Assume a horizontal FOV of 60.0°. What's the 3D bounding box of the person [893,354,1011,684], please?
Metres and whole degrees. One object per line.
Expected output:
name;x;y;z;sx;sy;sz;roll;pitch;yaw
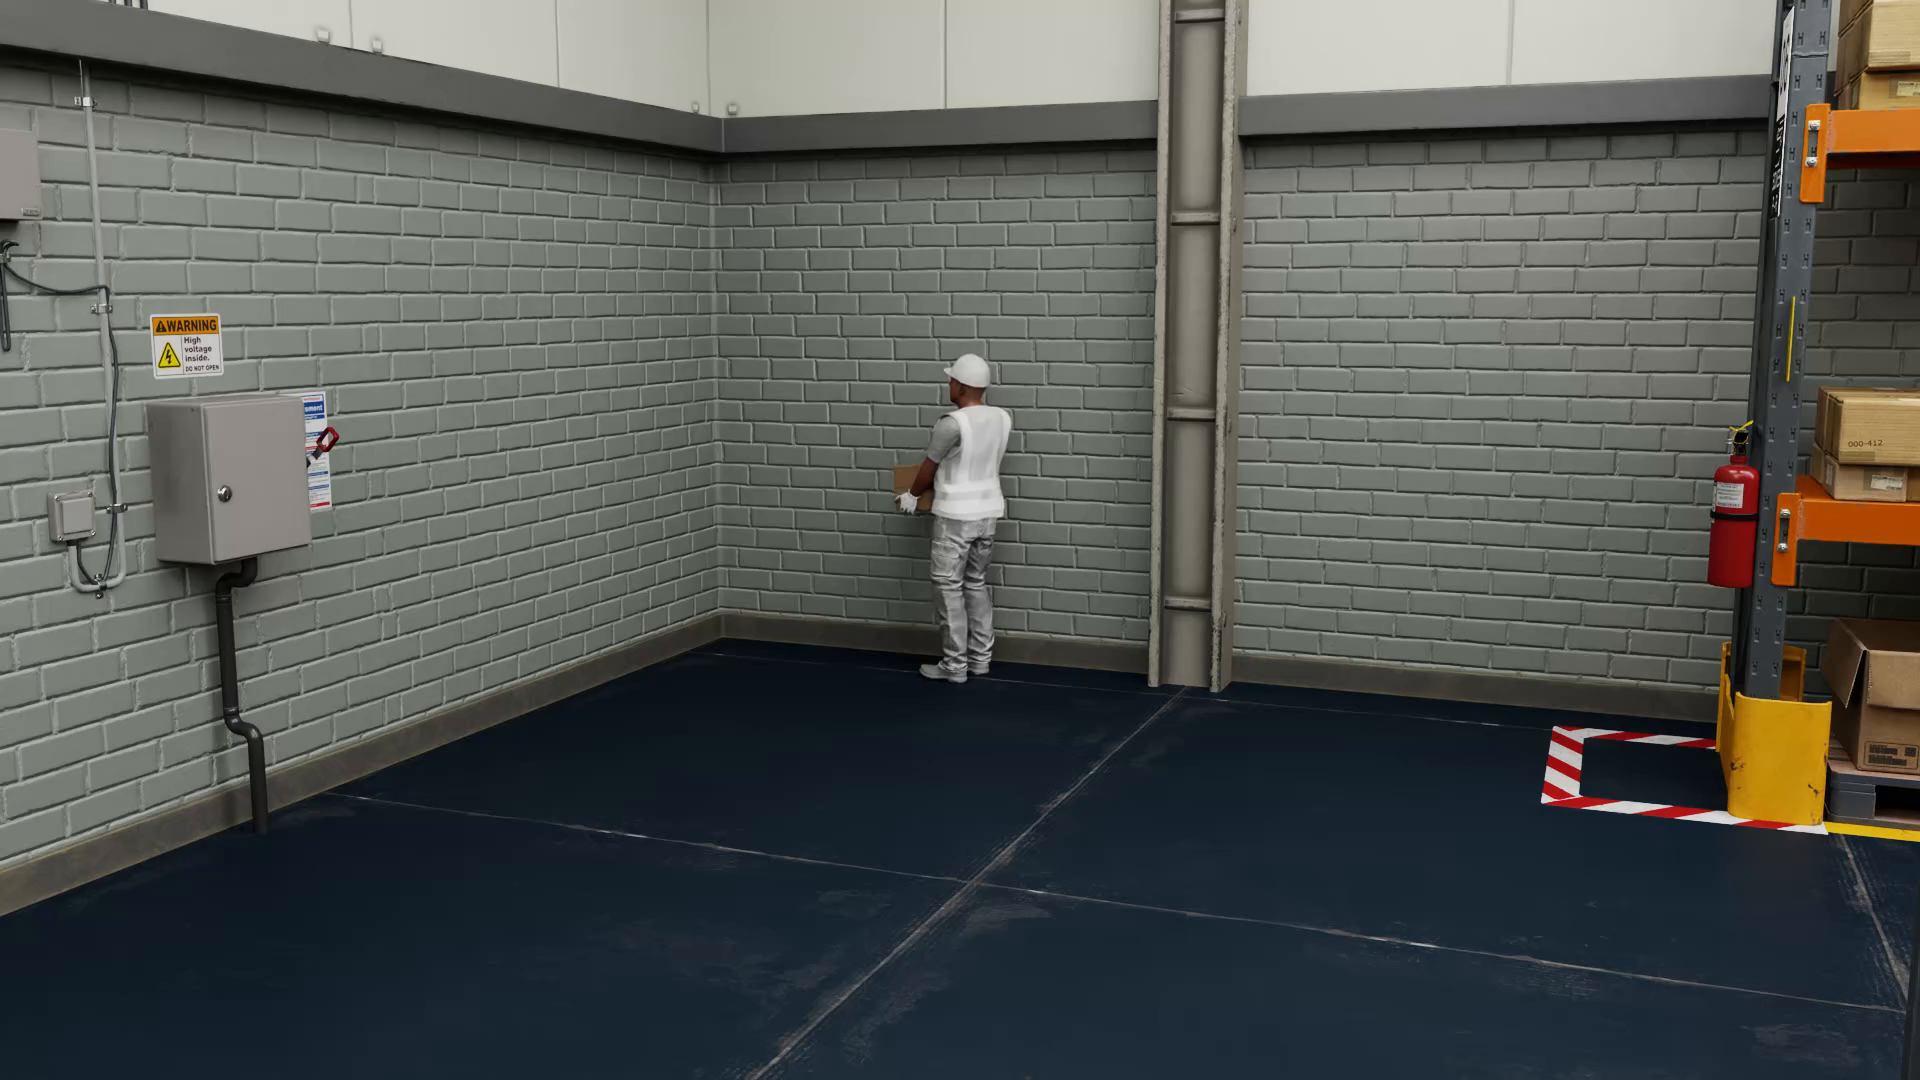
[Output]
person;-0.057;-0.130;9.149;0.586;1.782;0.494;7;11;40
